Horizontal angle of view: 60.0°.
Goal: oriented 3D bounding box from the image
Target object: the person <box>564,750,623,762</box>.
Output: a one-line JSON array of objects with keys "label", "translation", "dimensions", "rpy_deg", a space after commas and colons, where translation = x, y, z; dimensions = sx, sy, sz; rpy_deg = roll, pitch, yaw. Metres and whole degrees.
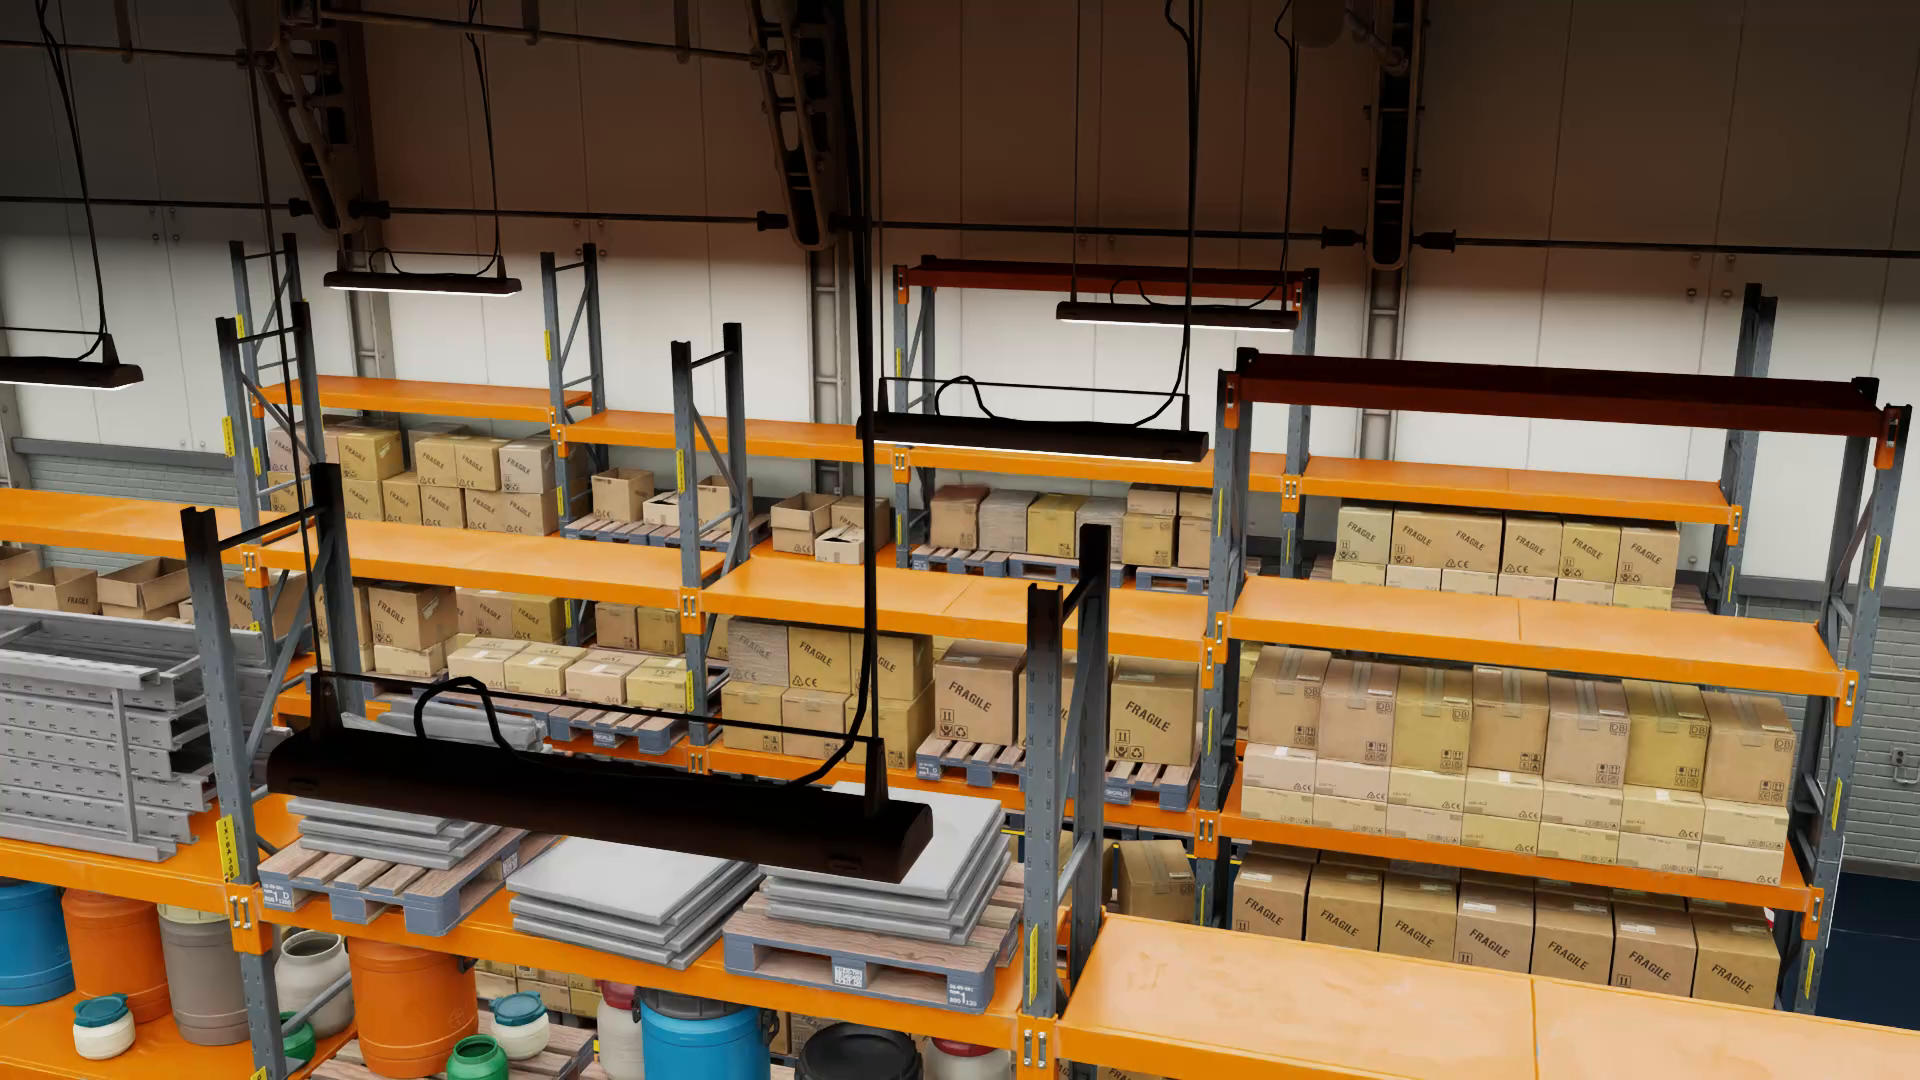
[{"label": "person", "translation": [-3.913, 2.227, 17.853], "dimensions": [0.963, 1.735, 0.565], "rpy_deg": [5, 17, 15]}]
